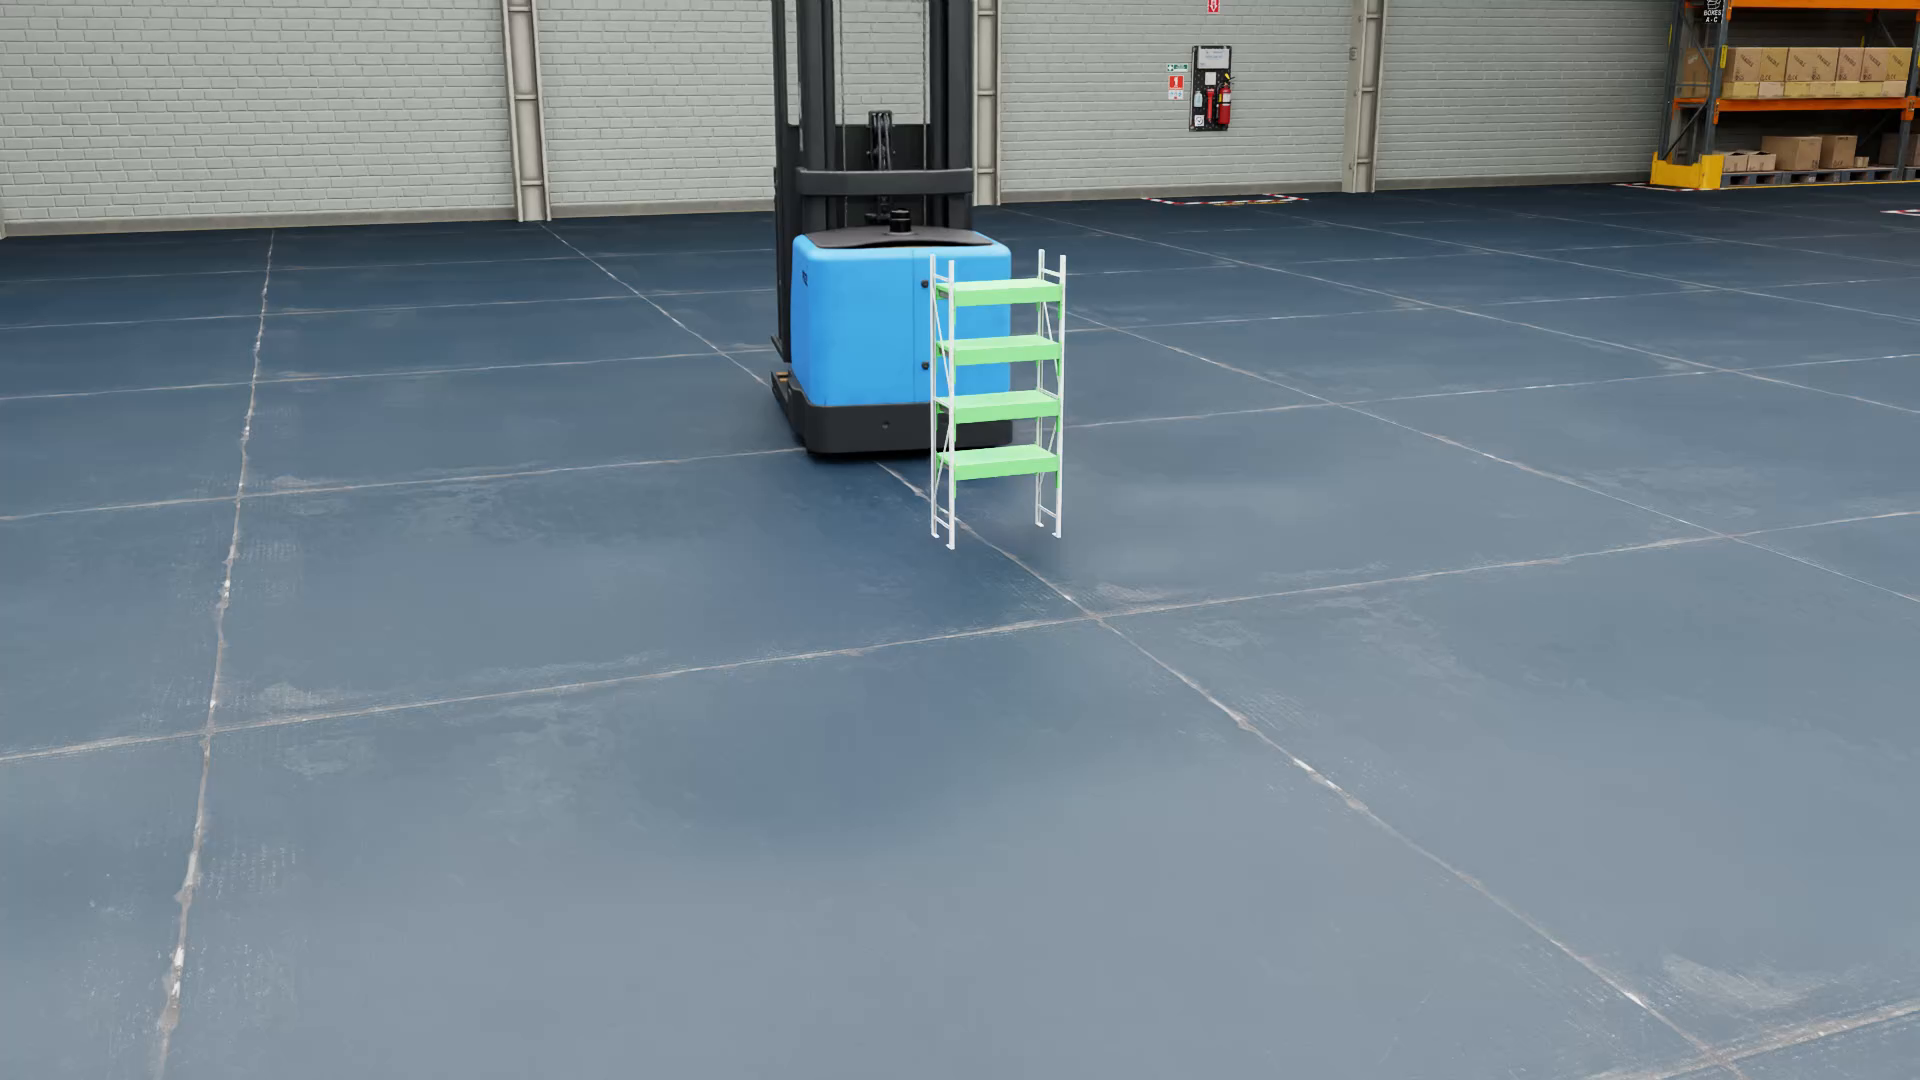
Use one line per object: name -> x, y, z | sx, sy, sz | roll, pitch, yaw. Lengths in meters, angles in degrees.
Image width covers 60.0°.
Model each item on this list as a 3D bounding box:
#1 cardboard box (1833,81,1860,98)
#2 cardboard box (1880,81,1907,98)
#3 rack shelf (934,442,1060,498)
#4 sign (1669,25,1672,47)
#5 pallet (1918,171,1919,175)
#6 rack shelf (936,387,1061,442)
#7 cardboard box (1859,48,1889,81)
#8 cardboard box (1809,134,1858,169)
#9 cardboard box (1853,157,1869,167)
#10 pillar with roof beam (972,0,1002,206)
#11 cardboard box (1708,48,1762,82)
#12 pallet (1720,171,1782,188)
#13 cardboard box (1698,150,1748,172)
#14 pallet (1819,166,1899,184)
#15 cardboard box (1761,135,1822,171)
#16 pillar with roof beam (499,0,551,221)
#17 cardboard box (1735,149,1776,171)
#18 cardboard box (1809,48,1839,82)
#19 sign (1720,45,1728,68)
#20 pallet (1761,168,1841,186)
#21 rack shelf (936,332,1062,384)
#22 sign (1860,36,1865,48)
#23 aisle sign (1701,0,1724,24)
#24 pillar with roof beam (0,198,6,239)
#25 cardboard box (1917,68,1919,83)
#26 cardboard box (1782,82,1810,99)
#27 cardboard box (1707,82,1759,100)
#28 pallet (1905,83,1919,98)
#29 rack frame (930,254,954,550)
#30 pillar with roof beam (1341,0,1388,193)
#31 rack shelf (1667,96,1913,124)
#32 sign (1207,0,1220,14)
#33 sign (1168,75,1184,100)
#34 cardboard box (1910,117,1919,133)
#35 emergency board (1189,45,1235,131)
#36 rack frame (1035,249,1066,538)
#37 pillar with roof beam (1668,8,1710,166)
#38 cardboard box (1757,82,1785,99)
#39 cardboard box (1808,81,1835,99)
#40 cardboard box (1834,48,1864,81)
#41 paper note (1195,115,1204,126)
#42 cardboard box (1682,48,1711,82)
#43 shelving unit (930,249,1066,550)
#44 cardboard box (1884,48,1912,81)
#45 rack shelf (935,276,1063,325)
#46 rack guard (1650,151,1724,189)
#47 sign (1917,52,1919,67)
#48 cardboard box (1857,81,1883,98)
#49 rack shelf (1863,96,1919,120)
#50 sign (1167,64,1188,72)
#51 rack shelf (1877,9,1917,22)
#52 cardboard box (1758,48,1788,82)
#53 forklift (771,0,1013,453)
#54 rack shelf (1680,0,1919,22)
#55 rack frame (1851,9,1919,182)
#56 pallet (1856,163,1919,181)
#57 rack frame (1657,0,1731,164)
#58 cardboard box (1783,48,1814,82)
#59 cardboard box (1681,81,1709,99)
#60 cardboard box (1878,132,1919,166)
cardboard box -> 13.643, -7.039, 25.974 | 0.500, 0.250, 0.500 | -6, 17, -20
cardboard box -> 14.575, -7.141, 26.324 | 0.500, 0.250, 0.500 | -6, 17, -20
rack shelf -> 0.155, -0.301, 7.072 | 0.480, 0.148, 0.258 | -6, 17, -20
sign -> 10.994, -7.783, 25.663 | 0.005, 0.325, 0.100 | -6, 17, -20
pallet -> 16.776, -6.196, 27.824 | 1.213, 0.211, 1.003 | -6, 17, -20
rack shelf -> 0.155, -0.531, 7.004 | 0.480, 0.148, 0.258 | -6, 17, -20
cardboard box -> 14.114, -7.448, 26.036 | 0.500, 0.500, 0.500 | -6, 17, -20
cardboard box -> 13.954, -6.228, 26.638 | 0.500, 0.500, 0.500 | -8, 18, -24
cardboard box -> 14.420, -6.121, 26.866 | 0.250, 0.166, 0.380 | -9, 18, -27
pillar with roof beam -> 1.853, -7.762, 17.559 | 0.400, 9.000, 9.100 | -6, 17, -20
cardboard box -> 11.727, -7.194, 25.174 | 0.500, 0.500, 0.500 | -6, 17, -20
pallet -> 12.016, -5.670, 26.033 | 1.213, 0.211, 1.003 | -6, 17, -20
cardboard box -> 11.852, -5.895, 25.840 | 0.500, 0.311, 0.500 | -8, 18, -26
pallet -> 14.294, -5.916, 26.870 | 1.213, 0.211, 1.003 | -6, 17, -20
cardboard box -> 13.087, -6.104, 26.216 | 0.500, 0.500, 0.700 | -7, 18, -24
pillar with roof beam -> -3.750, -7.157, 15.499 | 0.400, 9.000, 9.100 | -6, 17, -20
cardboard box -> 12.384, -5.952, 26.036 | 0.500, 0.311, 0.500 | -5, 17, -15
cardboard box -> 13.155, -7.347, 25.694 | 0.500, 0.500, 0.500 | -6, 17, -18
sign -> 11.368, -7.201, 24.758 | 0.005, 0.325, 0.100 | -6, 17, -20
pallet -> 13.153, -5.792, 26.448 | 1.213, 0.211, 1.003 | -6, 17, -20
rack shelf -> 0.155, -0.761, 6.936 | 0.480, 0.148, 0.258 | -6, 17, -20
sign -> 14.707, -8.032, 27.073 | 0.005, 0.325, 0.100 | -6, 17, -20
aisle sign -> 11.214, -8.089, 24.707 | 0.004, 0.787, 0.394 | -6, 17, -20
pillar with roof beam -> -9.353, -6.552, 13.440 | 0.400, 9.000, 9.100 | -6, 17, -20
cardboard box -> 15.396, -7.633, 26.808 | 0.500, 0.500, 0.700 | -6, 17, -20
cardboard box -> 12.701, -6.937, 25.628 | 0.500, 0.250, 0.500 | -6, 18, -21
cardboard box -> 11.743, -6.831, 25.268 | 0.500, 0.250, 0.500 | -7, 18, -22
pallet -> 15.675, -7.278, 26.899 | 1.213, 0.211, 1.003 | -6, 17, -20
rack frame -> -0.073, -0.568, 6.902 | 0.015, 1.200, 0.240 | -6, 17, -20
pillar with roof beam -> 7.456, -8.367, 19.619 | 0.400, 9.000, 9.100 | -6, 17, -20
rack shelf -> 13.041, -6.784, 26.154 | 4.000, 0.370, 1.077 | -6, 17, -20
sign -> 3.551, -7.520, 23.267 | 0.199, 0.298, 0.001 | -6, 17, -20
sign -> 3.041, -6.371, 23.405 | 0.234, 0.329, 0.001 | -6, 17, -20
cardboard box -> 16.000, -6.827, 27.346 | 0.500, 0.250, 0.500 | -7, 18, -21
emergency board -> 3.594, -6.382, 23.508 | 0.643, 1.169, 0.194 | -6, 17, -20
rack frame -> 0.382, -0.617, 7.070 | 0.015, 1.200, 0.240 | -6, 17, -20
pillar with roof beam -> 13.058, -8.972, 21.679 | 0.400, 9.000, 9.100 | -6, 17, -20
cardboard box -> 12.223, -6.887, 25.459 | 0.500, 0.250, 0.500 | -7, 18, -22
cardboard box -> 13.173, -6.988, 25.800 | 0.500, 0.250, 0.500 | -6, 17, -20
cardboard box -> 13.640, -7.400, 25.873 | 0.500, 0.500, 0.500 | -7, 18, -22
paper note -> 3.404, -5.960, 23.633 | 0.142, 0.148, 0.016 | -6, 17, -20
cardboard box -> 11.538, -7.329, 25.631 | 0.500, 0.500, 0.500 | -6, 18, -21
shelving unit -> 0.155, -0.592, 6.986 | 0.503, 1.200, 0.258 | -6, 17, -20
cardboard box -> 14.578, -7.500, 26.213 | 0.500, 0.500, 0.500 | -6, 17, -20
rack shelf -> 0.155, -0.992, 6.869 | 0.480, 0.148, 0.258 | -6, 17, -20
rack guard -> 11.245, -5.736, 25.745 | 0.348, 0.500, 1.175 | -6, 17, -20
sign -> 15.110, -7.605, 26.134 | 0.005, 0.325, 0.100 | -6, 17, -20
cardboard box -> 14.107, -7.093, 26.160 | 0.500, 0.250, 0.500 | -6, 17, -20
rack shelf -> 16.776, -7.188, 27.528 | 4.000, 0.370, 1.077 | -6, 17, -20
sign -> 3.048, -6.623, 23.324 | 0.331, 0.109, 0.001 | -6, 17, -20
rack shelf -> 16.776, -8.627, 27.105 | 4.000, 0.370, 1.077 | -6, 17, -20
cardboard box -> 12.192, -7.242, 25.334 | 0.500, 0.500, 0.500 | -6, 17, -20
forklift -> -0.521, -2.212, 9.428 | 1.130, 2.935, 3.031 | -3, 17, -11
rack shelf -> 13.041, -8.224, 25.732 | 4.000, 0.370, 1.077 | -6, 17, -20
rack frame -> 14.909, -7.331, 26.740 | 0.127, 3.000, 1.000 | -6, 17, -20
pallet -> 15.635, -6.072, 27.401 | 1.213, 0.211, 1.003 | -6, 17, -20
rack frame -> 11.174, -6.928, 25.366 | 0.127, 3.000, 1.000 | -6, 17, -20
cardboard box -> 12.677, -7.292, 25.506 | 0.500, 0.500, 0.500 | -7, 18, -22
cardboard box -> 11.541, -6.964, 25.719 | 0.500, 0.250, 0.500 | -6, 17, -19
cardboard box -> 15.590, -6.422, 27.298 | 0.500, 0.500, 0.700 | -6, 17, -18
